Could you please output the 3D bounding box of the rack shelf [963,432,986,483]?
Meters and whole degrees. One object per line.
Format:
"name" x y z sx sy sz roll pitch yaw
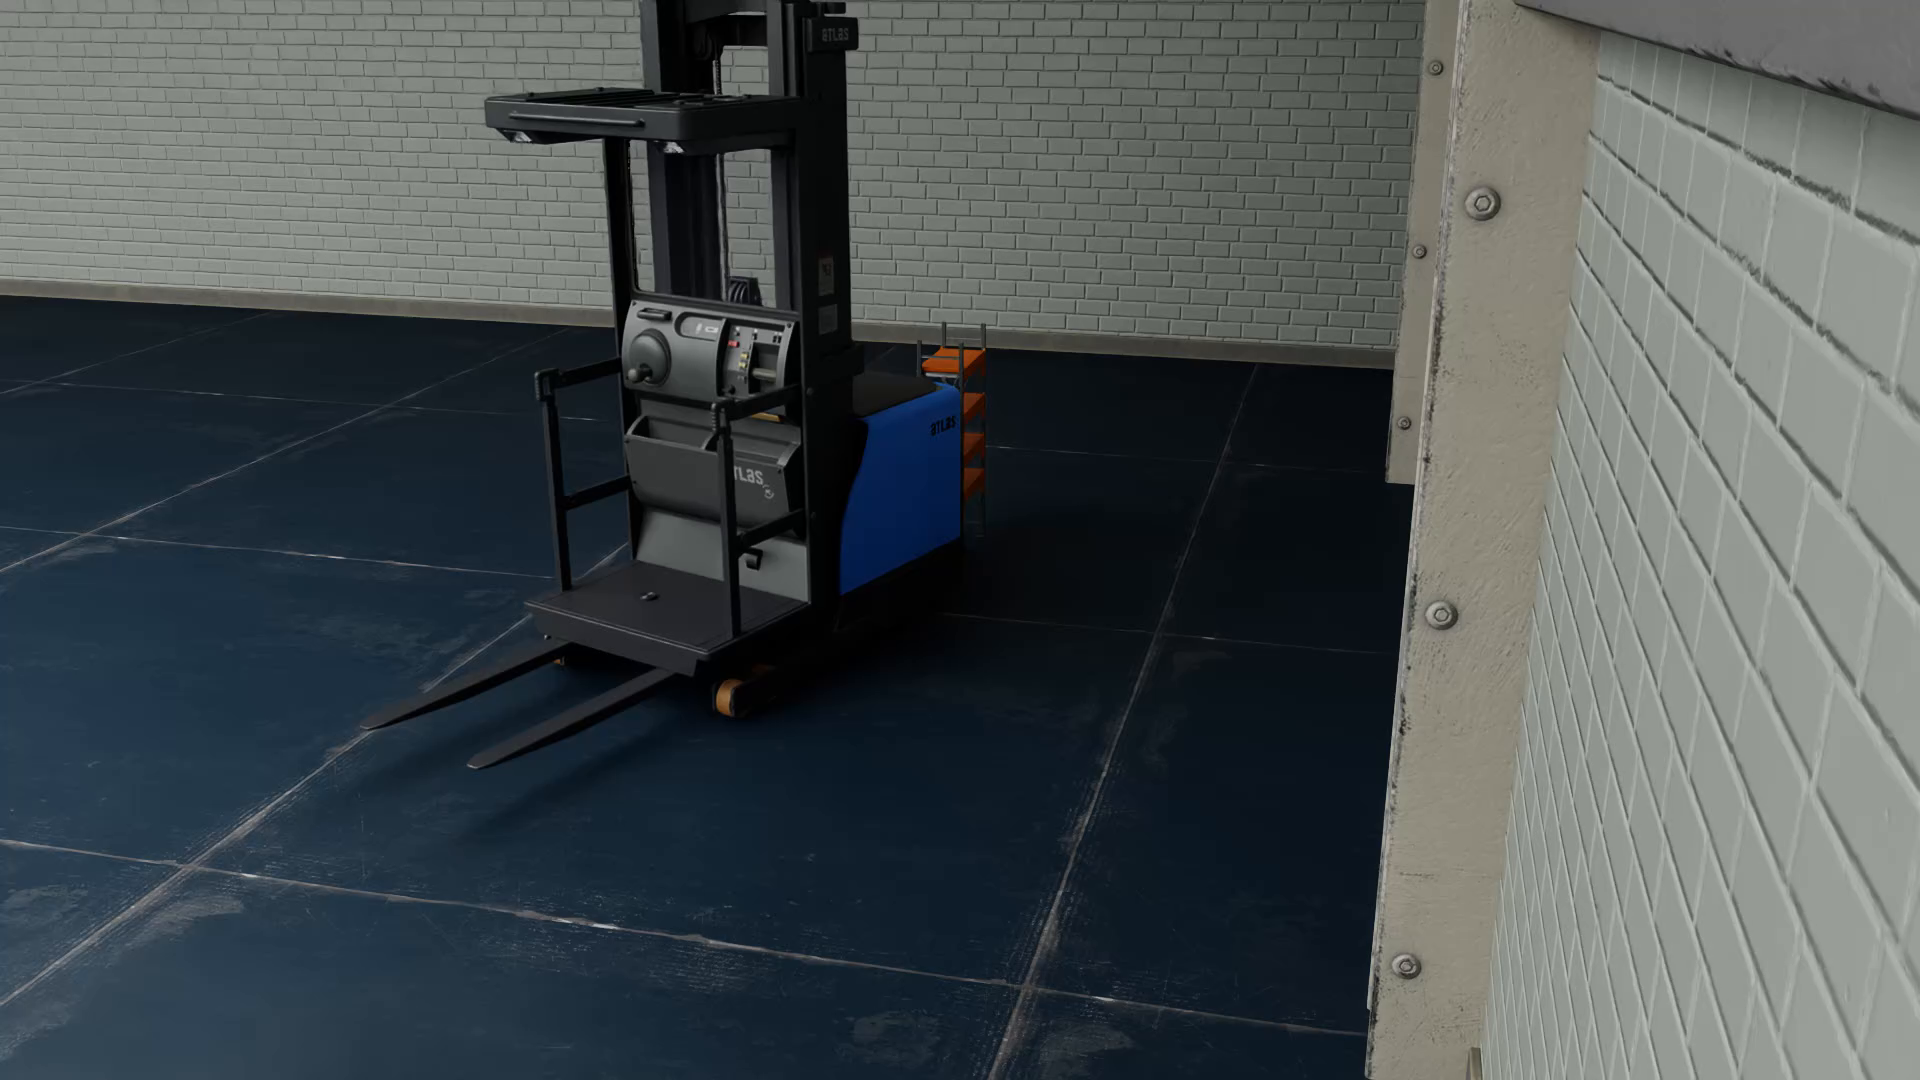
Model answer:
"rack shelf" -0.040 -0.452 8.863 0.258 0.148 0.480 5 19 13

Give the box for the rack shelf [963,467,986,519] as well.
"rack shelf" -0.040 -0.264 8.928 0.258 0.148 0.480 5 19 13

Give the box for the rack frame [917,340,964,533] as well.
"rack frame" -0.100 -0.439 8.618 0.240 1.200 0.015 5 19 13

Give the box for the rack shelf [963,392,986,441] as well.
"rack shelf" -0.040 -0.664 8.791 0.258 0.148 0.480 5 19 13

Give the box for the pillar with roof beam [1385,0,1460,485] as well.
"pillar with roof beam" -1.361 -5.003 9.911 9.100 9.000 0.400 5 19 13

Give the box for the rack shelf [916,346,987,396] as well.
"rack shelf" -0.040 -0.888 8.715 0.258 0.148 0.480 5 19 13

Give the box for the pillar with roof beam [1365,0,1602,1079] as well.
"pillar with roof beam" -2.827 -3.122 4.406 9.100 9.000 0.400 5 19 13

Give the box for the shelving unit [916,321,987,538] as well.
"shelving unit" -0.040 -0.516 8.842 0.258 1.200 0.503 5 19 13

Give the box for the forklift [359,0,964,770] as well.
"forklift" -1.209 -0.810 7.025 1.130 2.935 3.031 12 22 31

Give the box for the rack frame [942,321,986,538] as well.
"rack frame" 0.019 -0.592 9.066 0.240 1.200 0.015 5 19 13
